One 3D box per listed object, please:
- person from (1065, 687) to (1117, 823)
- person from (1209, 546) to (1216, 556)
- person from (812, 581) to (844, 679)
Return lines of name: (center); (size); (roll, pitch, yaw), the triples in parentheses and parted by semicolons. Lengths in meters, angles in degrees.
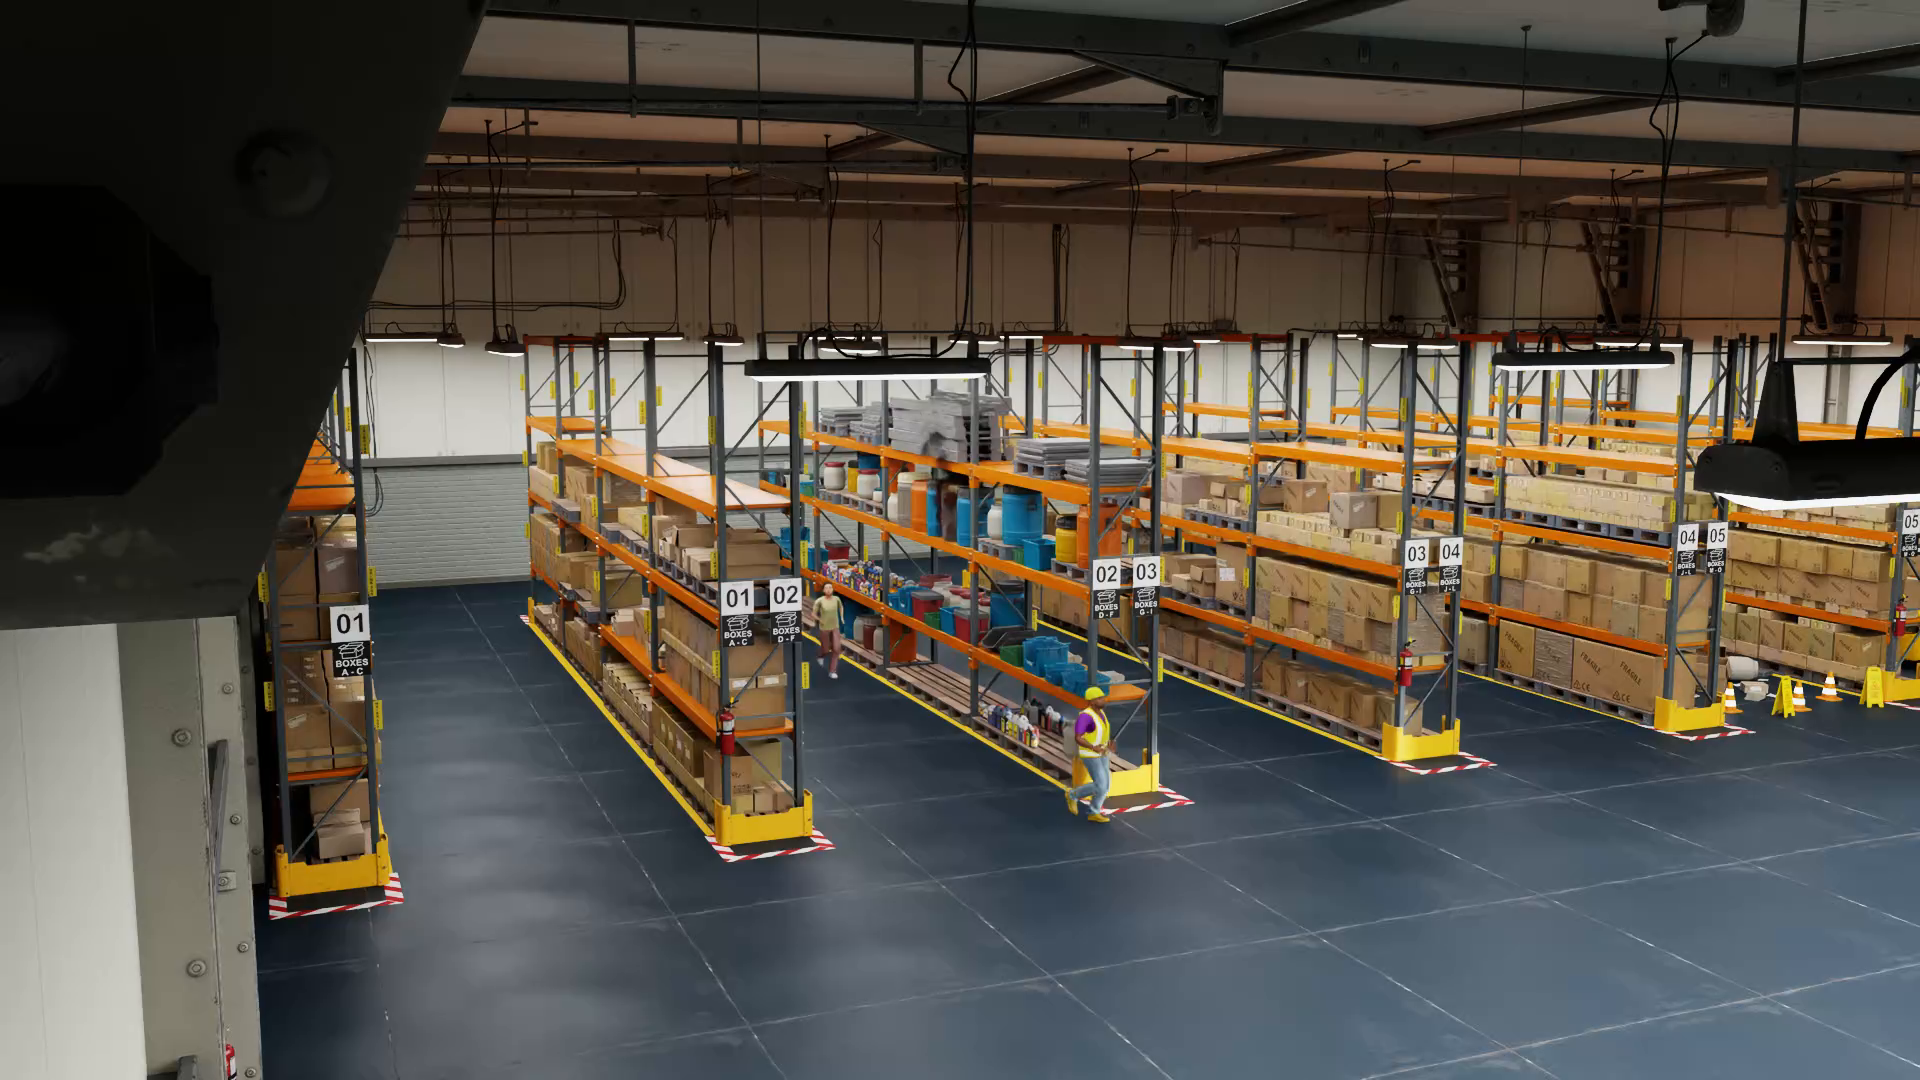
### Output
person: (1.654, 2.697, 20.988); (0.605, 1.722, 0.694); (4, 8, 26)
person: (6.606, -0.110, 42.554); (0.591, 1.561, 0.525); (-6, 10, -40)
person: (-2.212, 1.499, 28.206); (0.593, 1.610, 0.894); (-3, 8, -19)
